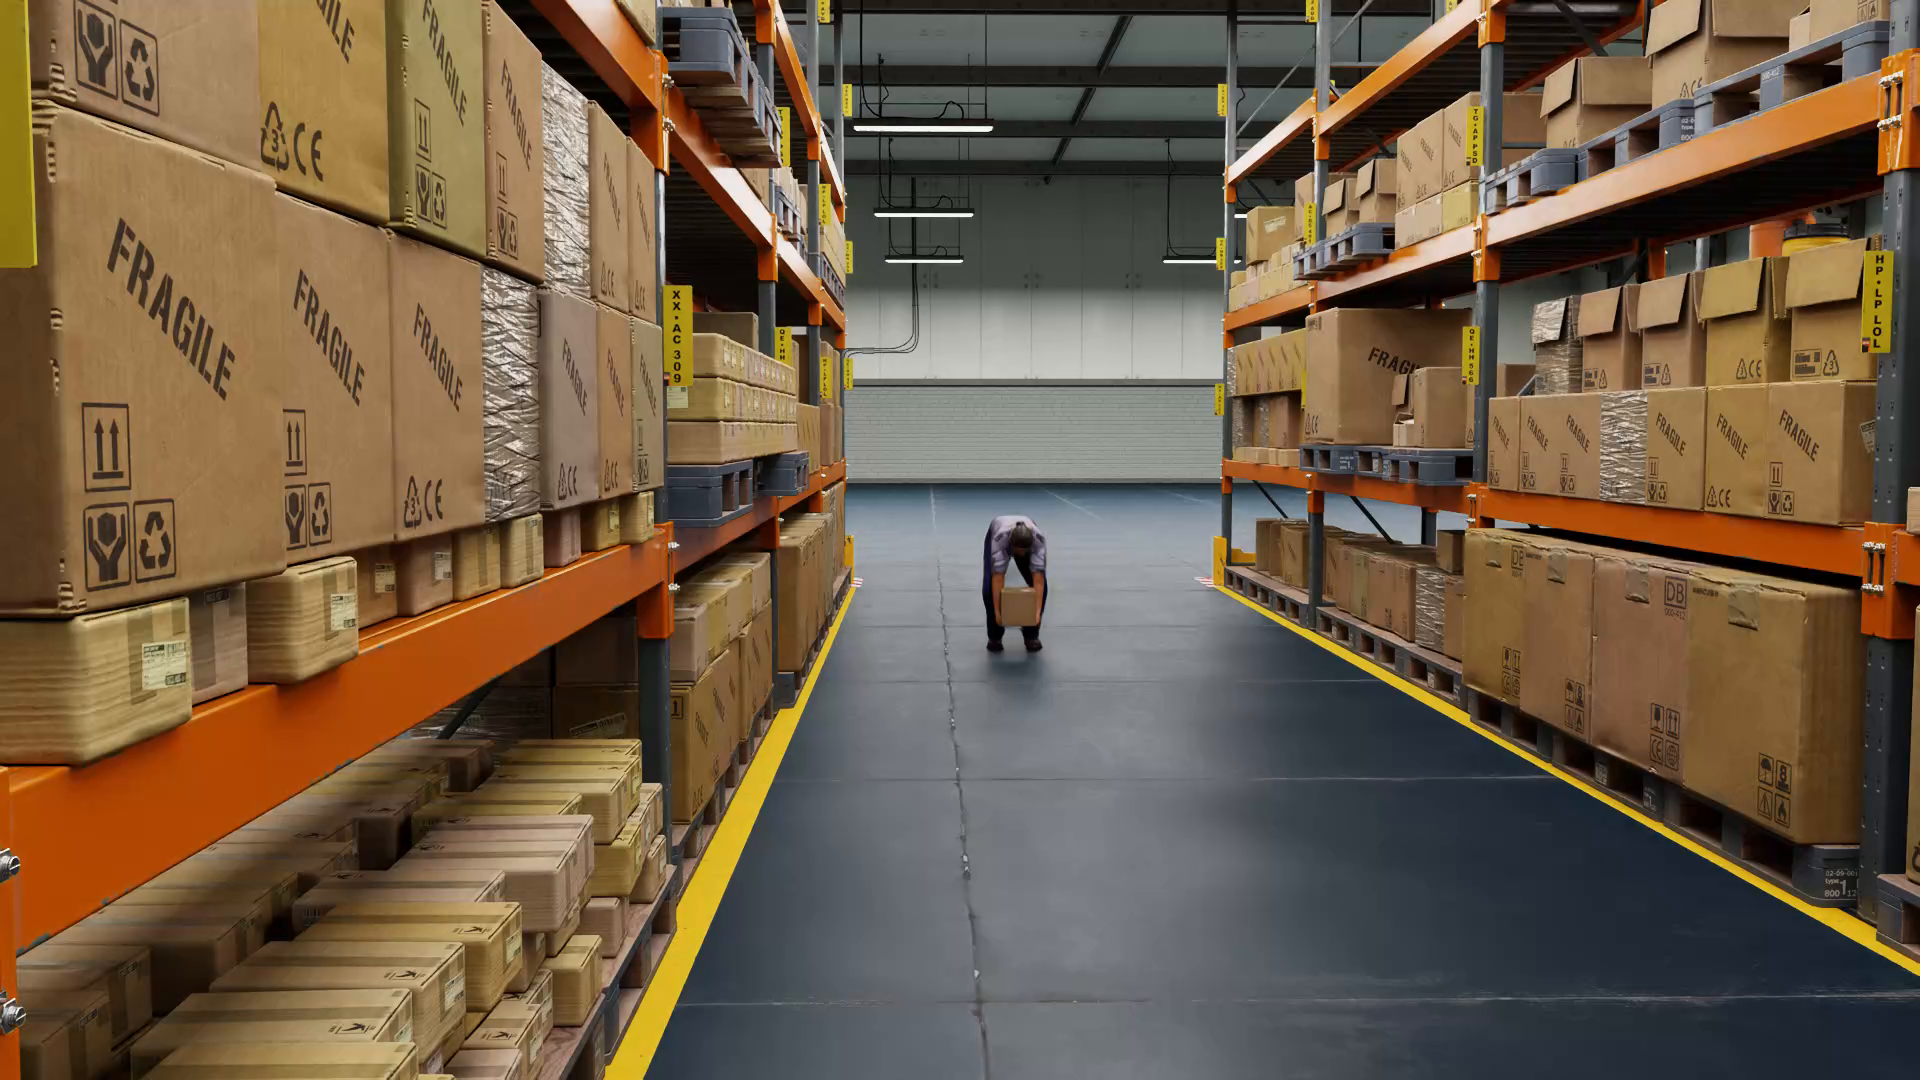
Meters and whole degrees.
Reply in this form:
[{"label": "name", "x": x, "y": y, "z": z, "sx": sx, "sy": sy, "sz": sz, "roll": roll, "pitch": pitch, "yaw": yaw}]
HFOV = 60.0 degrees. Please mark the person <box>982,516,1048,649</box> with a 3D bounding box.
[{"label": "person", "x": 0.413, "y": 0.325, "z": 12.209, "sx": 0.486, "sy": 0.989, "sz": 0.911, "roll": 0, "pitch": 4, "yaw": -4}]
